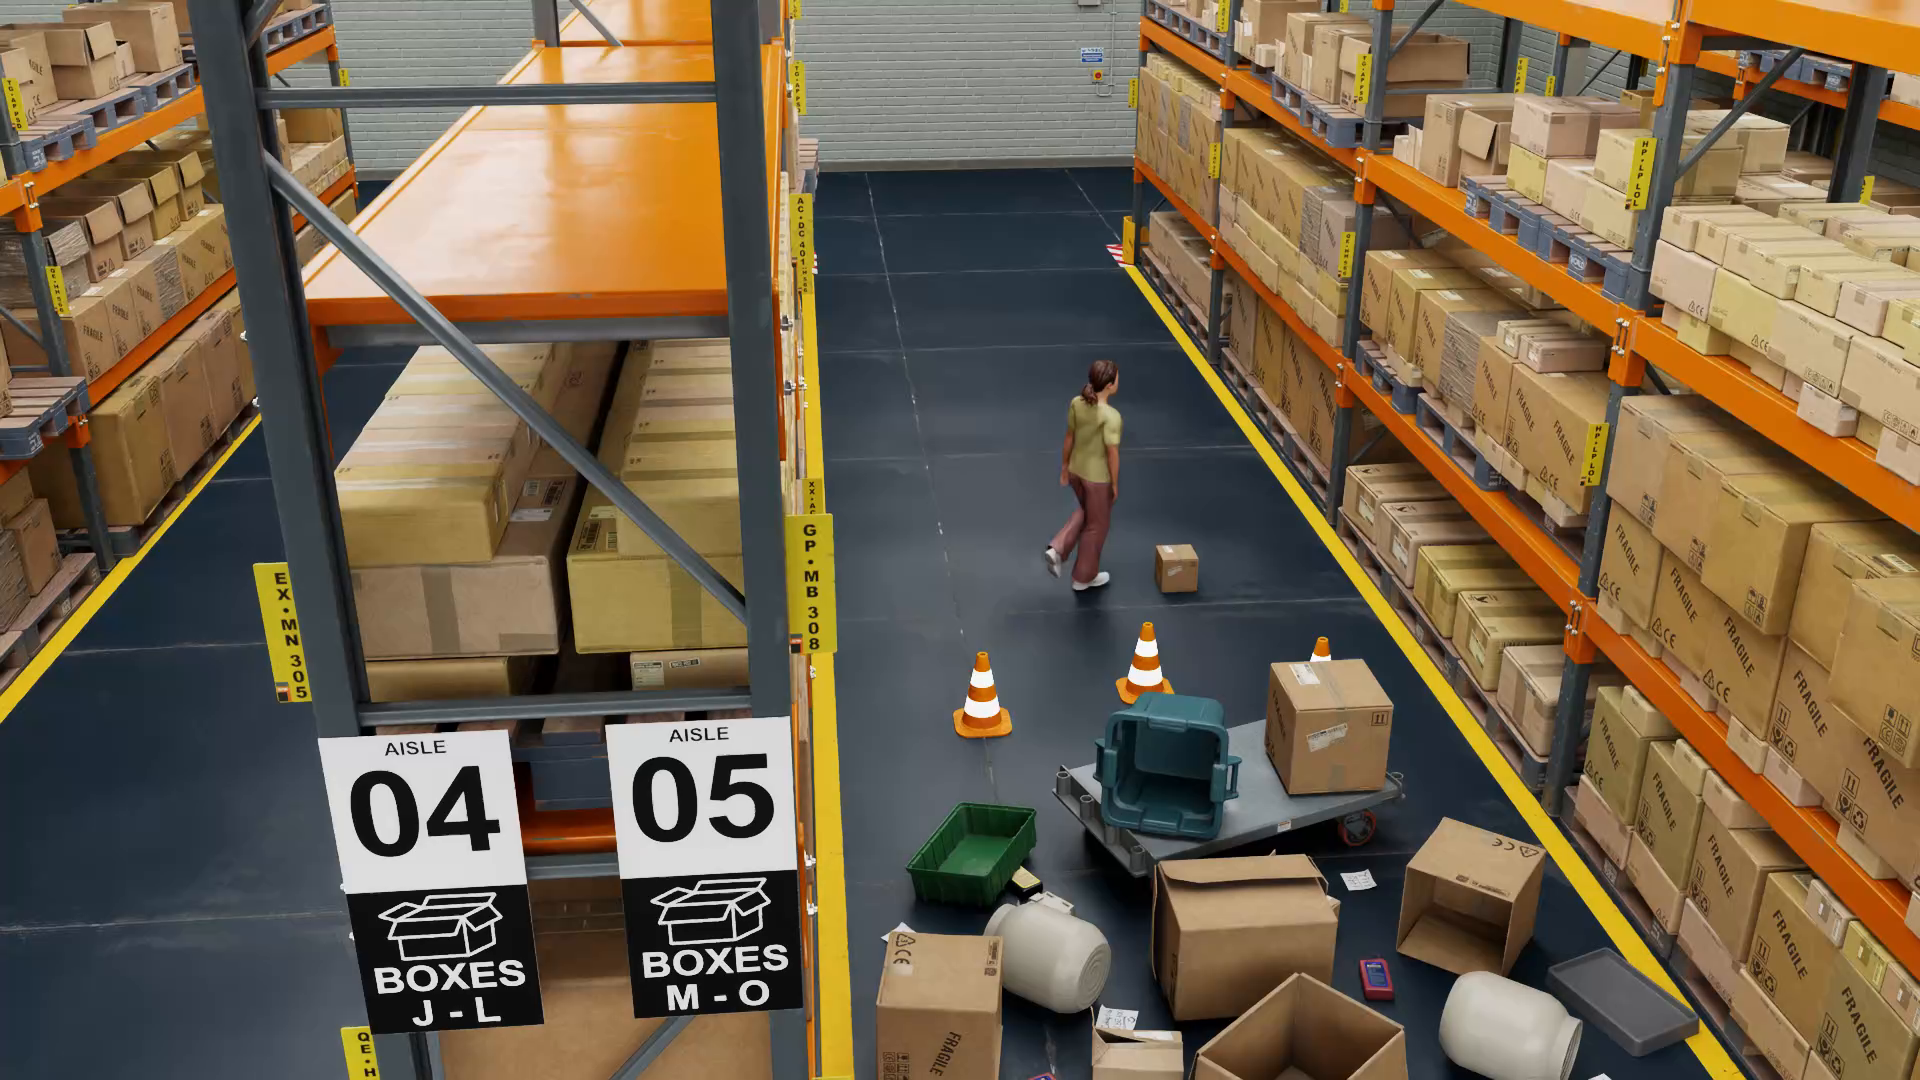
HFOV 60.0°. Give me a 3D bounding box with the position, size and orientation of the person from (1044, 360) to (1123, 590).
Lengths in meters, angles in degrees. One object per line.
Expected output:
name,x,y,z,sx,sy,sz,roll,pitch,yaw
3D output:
person,0.883,-0.413,11.200,0.503,1.667,0.503,-18,29,-35
